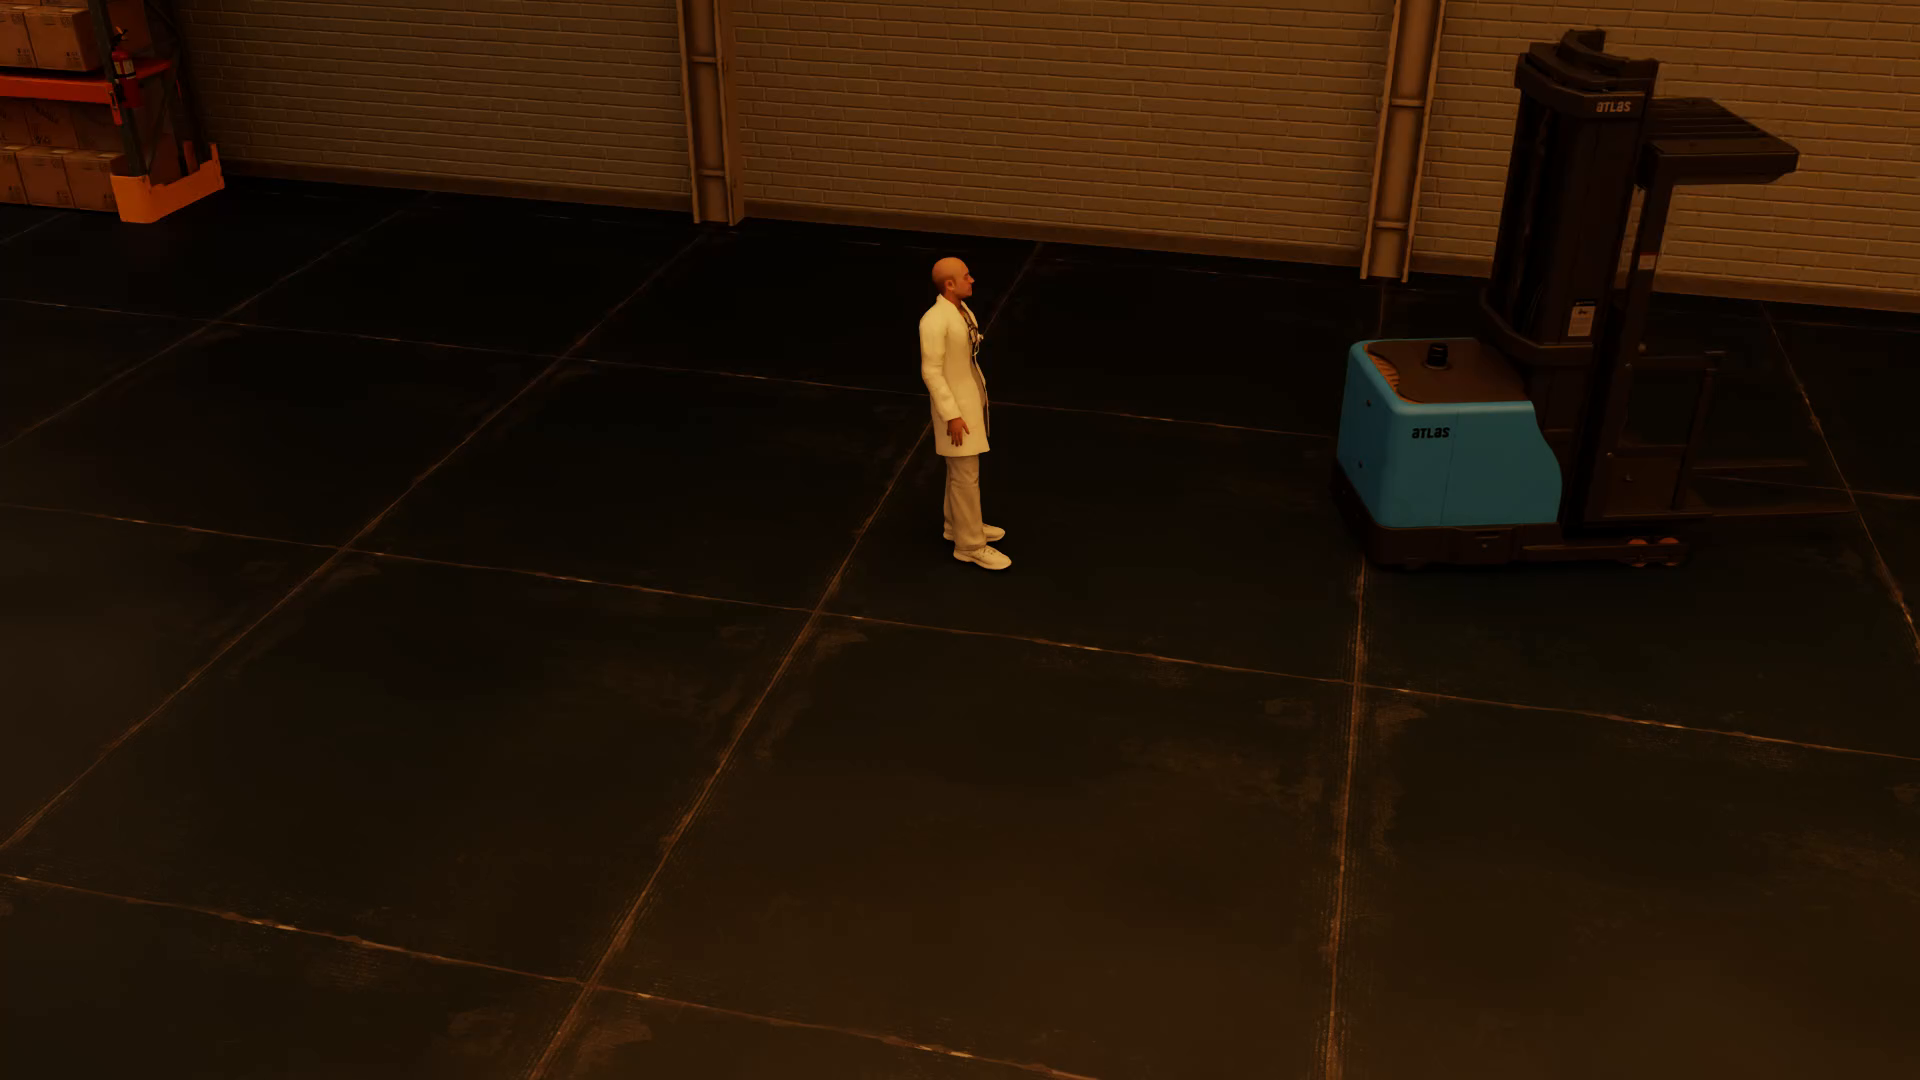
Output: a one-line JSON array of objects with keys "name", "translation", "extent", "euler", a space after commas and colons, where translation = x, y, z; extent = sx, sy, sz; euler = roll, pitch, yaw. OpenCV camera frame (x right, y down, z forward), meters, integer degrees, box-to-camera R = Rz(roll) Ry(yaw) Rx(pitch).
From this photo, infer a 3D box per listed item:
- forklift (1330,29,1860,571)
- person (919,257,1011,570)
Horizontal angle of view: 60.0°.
[{"name": "forklift", "translation": [3.890, -1.373, 9.593], "extent": [3.031, 2.935, 1.130], "euler": [-2, 30, -4]}, {"name": "person", "translation": [0.089, -0.766, 9.678], "extent": [0.575, 1.776, 0.696], "euler": [7, 30, 12]}]
